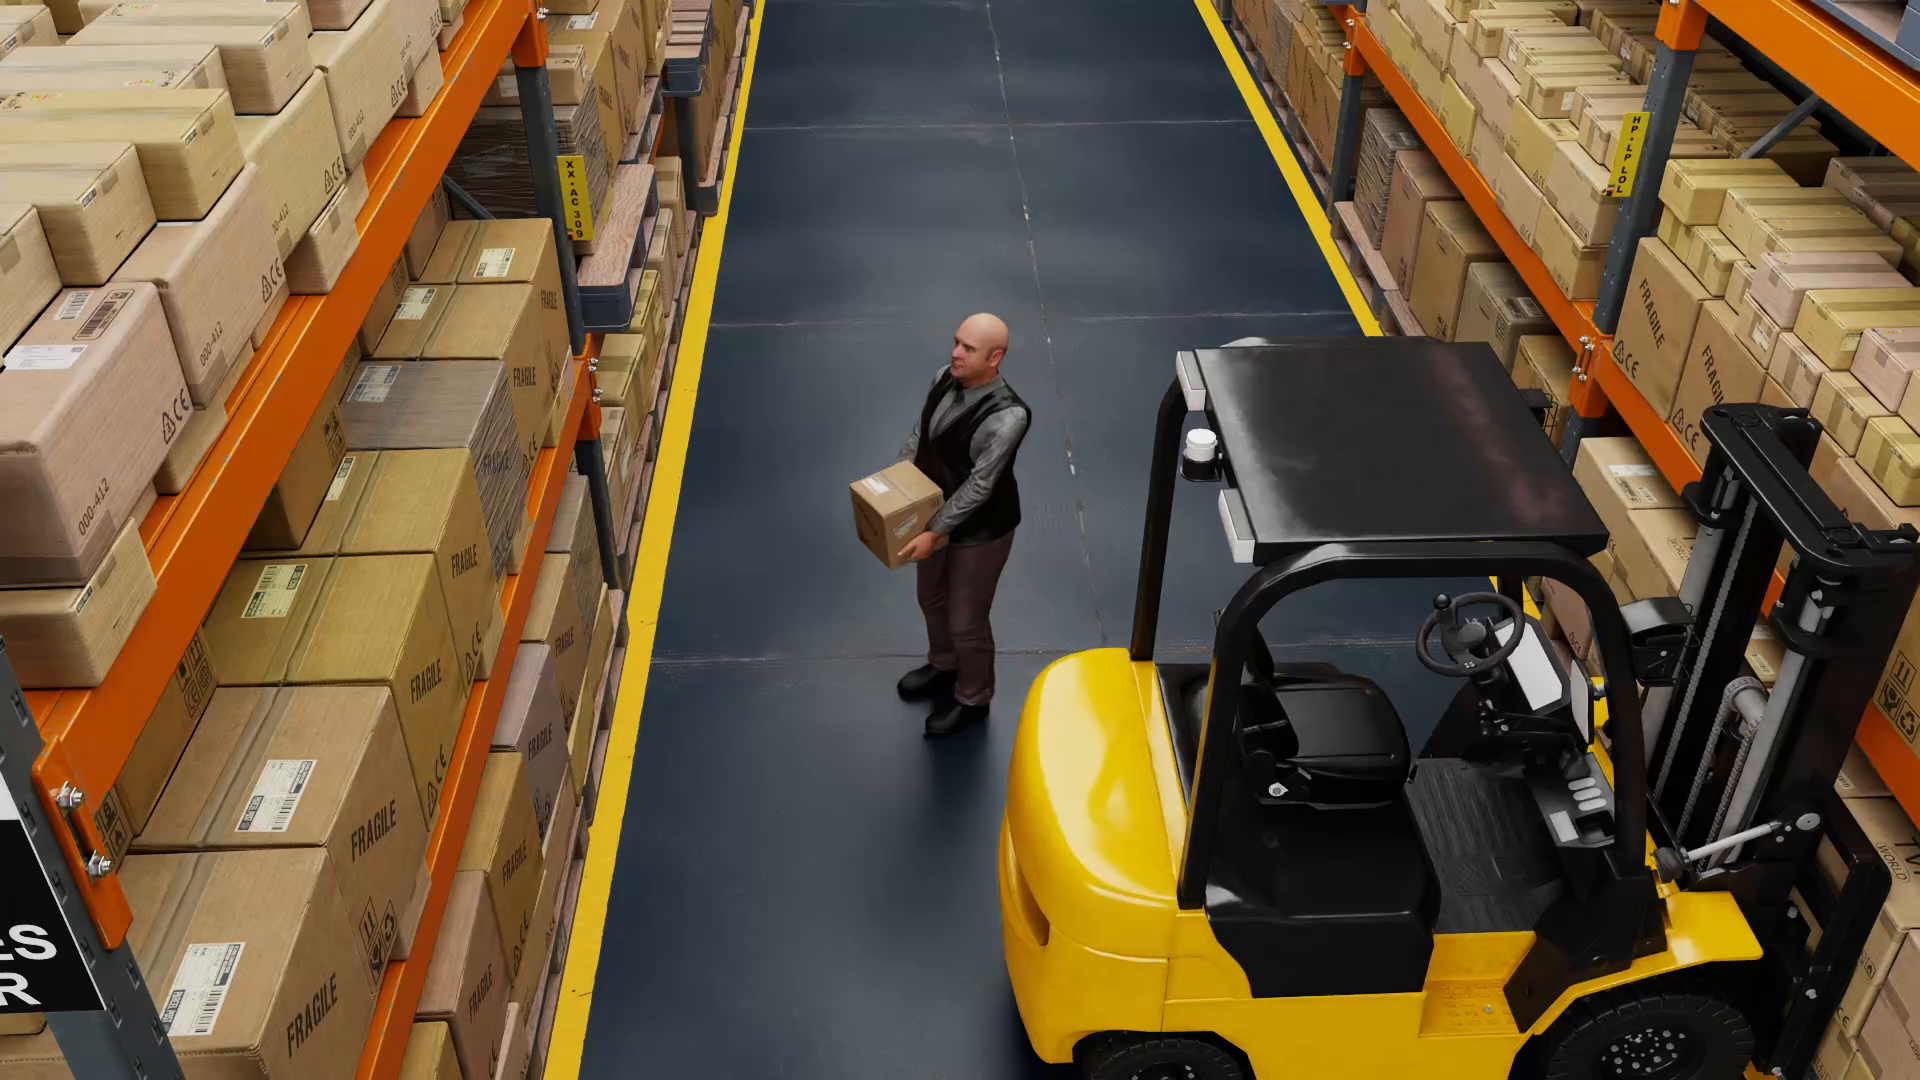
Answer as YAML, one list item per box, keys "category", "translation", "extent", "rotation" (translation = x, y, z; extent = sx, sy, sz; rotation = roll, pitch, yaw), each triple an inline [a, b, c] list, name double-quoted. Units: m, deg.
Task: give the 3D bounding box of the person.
- category: "person"
  translation: [-0.055, -0.032, 6.213]
  extent: [0.555, 1.721, 0.500]
  rotation: [-20, 40, -26]
